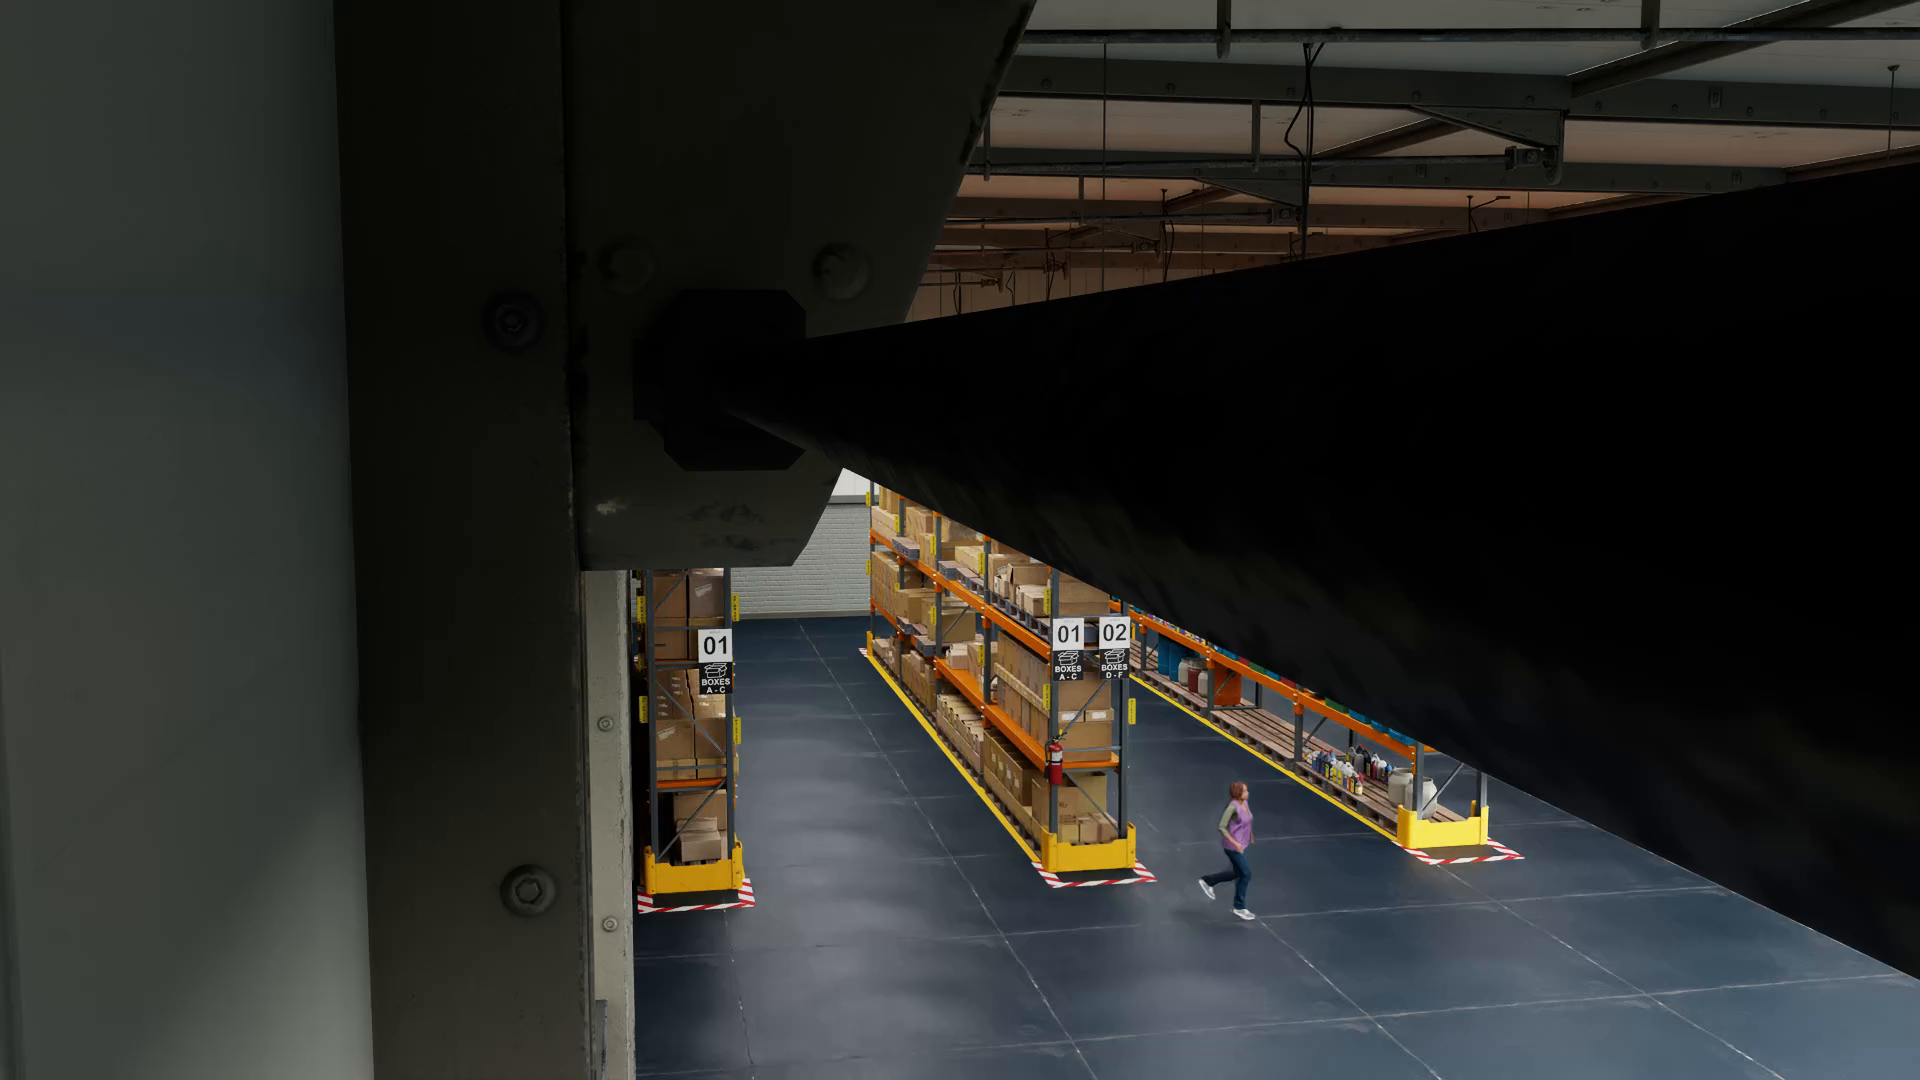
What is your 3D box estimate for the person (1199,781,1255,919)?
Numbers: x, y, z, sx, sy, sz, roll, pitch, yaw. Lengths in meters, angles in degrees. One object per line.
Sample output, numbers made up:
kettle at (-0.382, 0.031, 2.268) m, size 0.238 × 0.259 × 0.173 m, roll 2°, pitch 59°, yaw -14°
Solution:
person at (3.101, 3.549, 19.220) m, size 0.700 × 1.599 × 0.539 m, roll 3°, pitch 7°, yaw 28°
